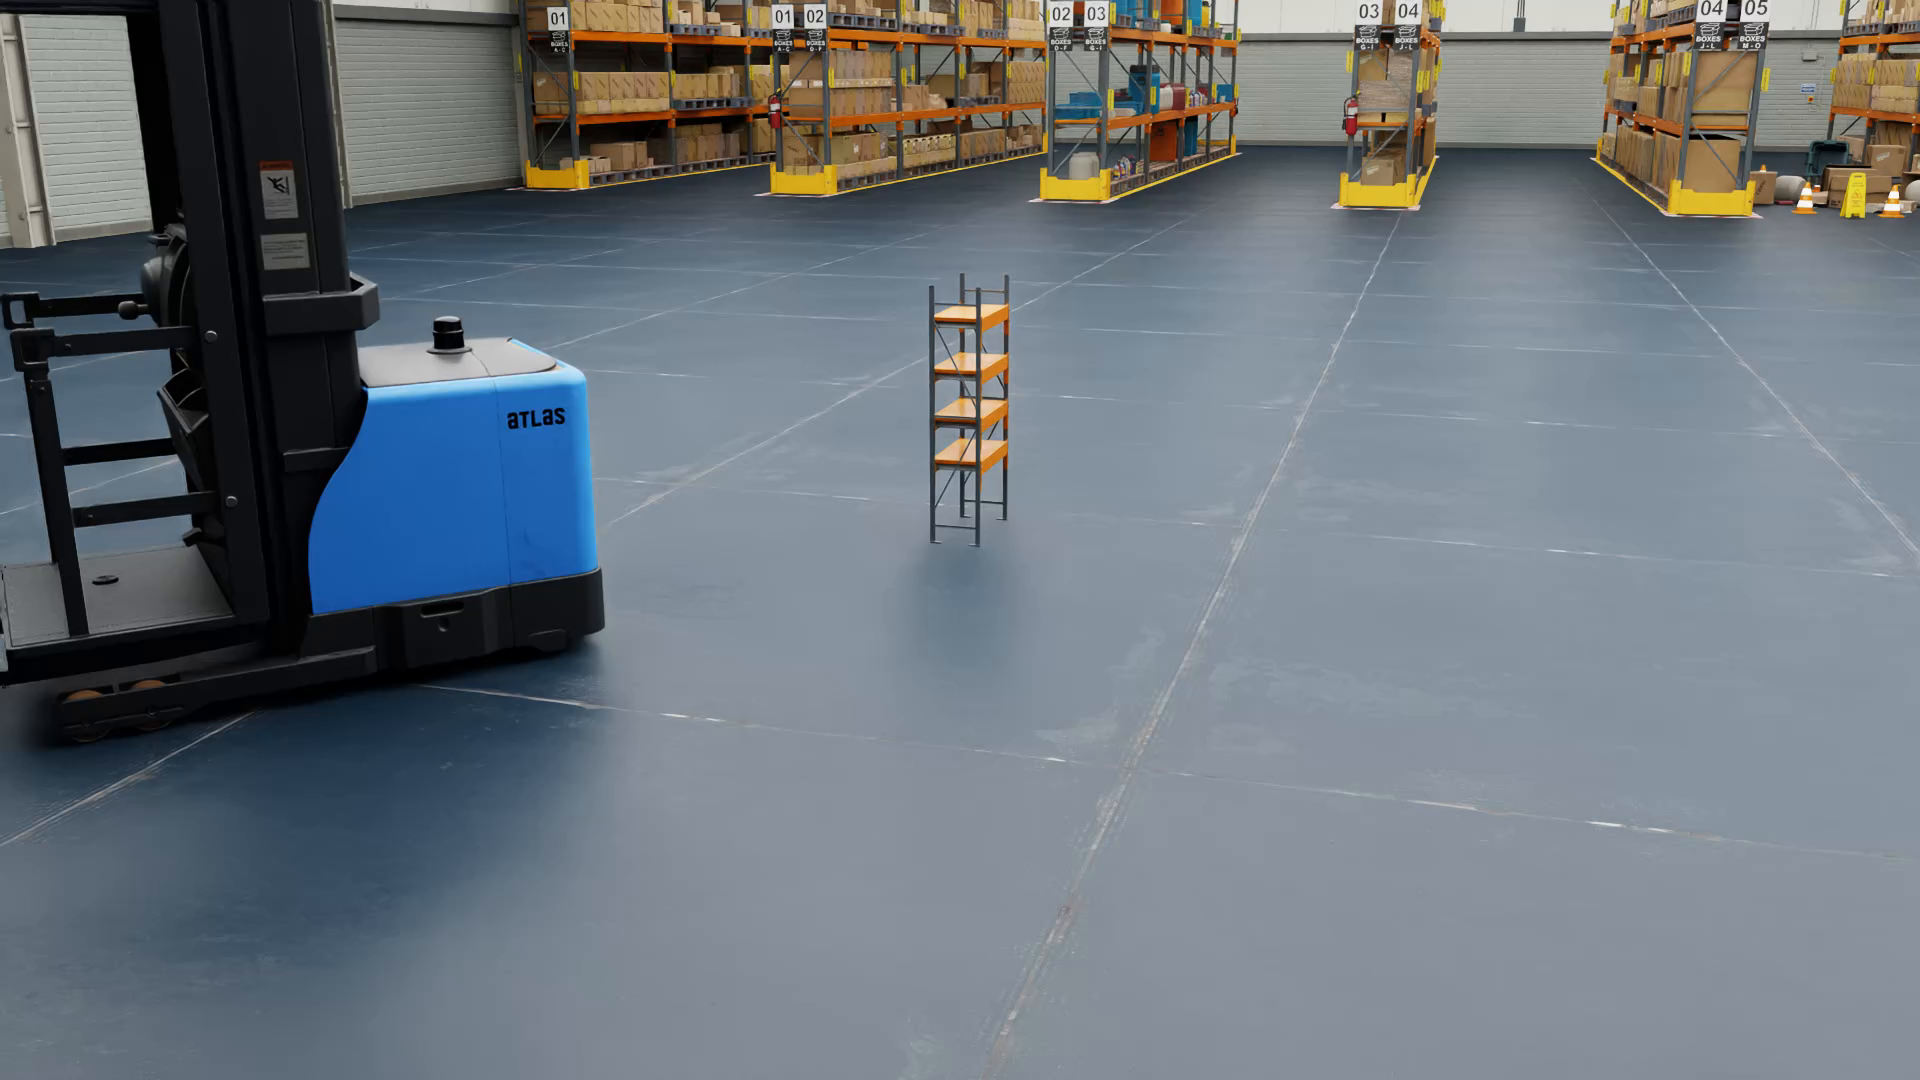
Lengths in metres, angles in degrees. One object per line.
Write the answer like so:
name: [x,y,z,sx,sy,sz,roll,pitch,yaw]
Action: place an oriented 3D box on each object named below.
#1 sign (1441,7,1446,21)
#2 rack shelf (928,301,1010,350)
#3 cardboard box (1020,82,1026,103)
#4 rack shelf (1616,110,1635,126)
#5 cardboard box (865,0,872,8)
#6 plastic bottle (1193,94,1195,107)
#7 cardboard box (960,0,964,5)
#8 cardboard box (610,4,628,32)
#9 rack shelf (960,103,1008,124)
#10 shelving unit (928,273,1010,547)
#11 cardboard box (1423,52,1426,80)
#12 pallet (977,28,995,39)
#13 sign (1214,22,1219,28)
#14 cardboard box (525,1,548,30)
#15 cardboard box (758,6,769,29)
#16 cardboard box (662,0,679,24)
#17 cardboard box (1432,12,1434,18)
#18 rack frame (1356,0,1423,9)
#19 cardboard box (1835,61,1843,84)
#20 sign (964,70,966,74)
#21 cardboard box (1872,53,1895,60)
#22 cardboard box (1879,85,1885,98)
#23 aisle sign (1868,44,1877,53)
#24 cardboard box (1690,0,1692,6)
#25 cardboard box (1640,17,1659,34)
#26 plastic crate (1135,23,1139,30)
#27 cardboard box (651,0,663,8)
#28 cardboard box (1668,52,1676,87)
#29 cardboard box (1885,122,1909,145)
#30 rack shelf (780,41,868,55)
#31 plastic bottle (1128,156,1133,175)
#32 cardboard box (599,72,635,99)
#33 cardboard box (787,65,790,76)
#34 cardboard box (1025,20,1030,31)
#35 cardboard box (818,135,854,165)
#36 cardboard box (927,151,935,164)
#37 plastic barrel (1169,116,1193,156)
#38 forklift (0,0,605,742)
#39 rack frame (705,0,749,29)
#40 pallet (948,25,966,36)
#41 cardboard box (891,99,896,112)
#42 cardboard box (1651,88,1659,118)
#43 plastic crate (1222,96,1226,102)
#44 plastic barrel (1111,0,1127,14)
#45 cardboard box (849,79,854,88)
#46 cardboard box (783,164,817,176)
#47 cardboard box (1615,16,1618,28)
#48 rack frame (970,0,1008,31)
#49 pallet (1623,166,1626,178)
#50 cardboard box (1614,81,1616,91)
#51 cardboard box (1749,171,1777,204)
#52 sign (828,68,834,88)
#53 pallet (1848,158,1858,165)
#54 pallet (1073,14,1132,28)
sign: [11.791,-12.821,40.560,0.100,0.325,0.005,5,16,16]
rack shelf: [0.047,-0.999,7.711,0.258,0.148,0.480,5,16,16]
cardboard box: [1.334,-11.184,41.578,0.500,0.500,0.500,5,16,16]
rack shelf: [14.296,-8.709,34.355,1.077,0.370,4.000,5,16,16]
cardboard box: [-2.028,-10.315,31.991,0.500,0.500,0.500,6,17,20]
plastic bottle: [5.214,-9.802,37.103,0.061,0.283,0.133,5,16,16]
cardboard box: [-0.221,-11.931,36.885,0.500,0.500,0.500,5,16,16]
cardboard box: [-6.723,-9.987,31.825,0.500,0.500,0.500,6,17,19]
rack shelf: [0.073,-9.889,38.516,1.077,0.370,4.000,5,16,16]
shelving unit: [0.047,-0.621,7.818,0.258,1.200,0.503,5,16,16]
cardboard box: [7.860,-8.299,29.029,0.500,0.500,0.500,5,16,16]
pallet: [0.097,-11.674,38.339,1.213,0.211,1.003,5,16,16]
sign: [5.916,-11.778,38.342,0.100,0.325,0.005,5,16,16]
cardboard box: [-7.644,-9.632,30.573,0.500,0.500,0.500,6,17,20]
cardboard box: [-4.894,-12.216,38.914,0.700,0.500,0.500,6,17,19]
cardboard box: [-6.151,-10.879,34.236,0.500,0.500,0.500,7,17,24]
cardboard box: [8.970,-10.395,32.385,0.500,0.500,0.500,5,16,16]
rack frame: [6.728,-9.736,25.663,1.000,3.000,0.127,5,16,16]
cardboard box: [20.366,-10.693,38.016,0.500,0.500,0.500,4,16,15]
sign: [0.119,-11.215,40.286,0.100,0.325,0.005,5,16,16]
cardboard box: [19.422,-10.167,34.974,0.380,0.149,0.250,4,16,15]
cardboard box: [19.123,-9.157,33.976,0.500,0.250,0.500,5,17,17]
aisle sign: [21.094,-11.513,38.158,0.394,0.787,0.004,5,16,16]
cardboard box: [11.296,-8.190,25.218,0.380,0.149,0.250,5,17,16]
cardboard box: [13.647,-10.192,32.585,0.500,0.500,0.500,5,16,16]
plastic crate: [3.047,-9.145,29.561,0.243,0.136,0.396,5,16,16]
cardboard box: [-6.265,-10.878,33.136,0.500,0.500,0.500,3,16,11]
cardboard box: [12.123,-7.699,27.224,0.875,0.550,0.550,5,16,16]
cardboard box: [19.291,-7.995,33.645,0.875,0.875,0.875,5,17,17]
rack shelf: [-3.541,-12.762,43.147,1.077,0.370,4.000,5,16,16]
plastic bottle: [3.154,-6.977,30.977,0.144,0.351,0.185,4,16,13]
cardboard box: [-6.658,-8.801,32.226,0.500,0.500,0.500,5,17,18]
cardboard box: [-4.296,-11.295,40.014,0.500,0.250,0.500,5,17,17]
cardboard box: [1.453,-12.870,41.567,0.500,0.250,0.500,5,16,16]
cardboard box: [-2.263,-7.113,30.305,0.500,0.500,0.500,5,16,16]
cardboard box: [-0.844,-8.033,34.924,0.500,0.250,0.500,5,17,17]
plastic barrel: [5.017,-9.240,37.983,0.600,0.901,0.708,5,16,16]
forklift: [-2.896,-0.908,5.661,3.031,2.935,1.130,-9,18,-29]
rack frame: [-5.246,-12.981,37.105,1.000,3.000,0.127,5,16,16]
pallet: [-0.603,-10.880,35.539,1.213,0.211,1.003,5,17,18]
cardboard box: [-1.534,-8.725,33.370,0.500,0.250,0.500,6,17,19]
cardboard box: [12.483,-7.691,29.263,0.500,0.500,0.500,5,16,16]
plastic crate: [6.468,-11.094,41.820,0.396,0.136,0.243,5,16,16]
plastic barrel: [2.730,-9.915,30.102,0.600,0.901,0.708,5,16,16]
cardboard box: [-2.159,-8.335,30.347,0.380,0.149,0.250,4,16,14]
cardboard box: [-2.900,-6.661,30.087,0.500,0.250,0.500,5,16,16]
cardboard box: [15.480,-12.005,38.518,0.500,0.250,0.500,4,16,15]
rack frame: [0.641,-13.645,39.444,1.000,3.000,0.127,5,16,16]
pallet: [13.951,-7.394,33.513,1.003,0.211,1.213,5,16,16]
cardboard box: [14.880,-10.054,37.049,0.500,0.500,0.500,4,16,14]
cardboard box: [13.134,-5.798,27.351,0.500,0.500,0.500,8,18,25]
sign: [-2.239,-8.029,28.908,0.100,0.325,0.005,5,16,16]
pallet: [20.275,-8.392,37.031,1.003,0.211,1.213,5,16,16]
pallet: [2.308,-8.795,28.189,1.003,0.211,1.213,5,16,16]
